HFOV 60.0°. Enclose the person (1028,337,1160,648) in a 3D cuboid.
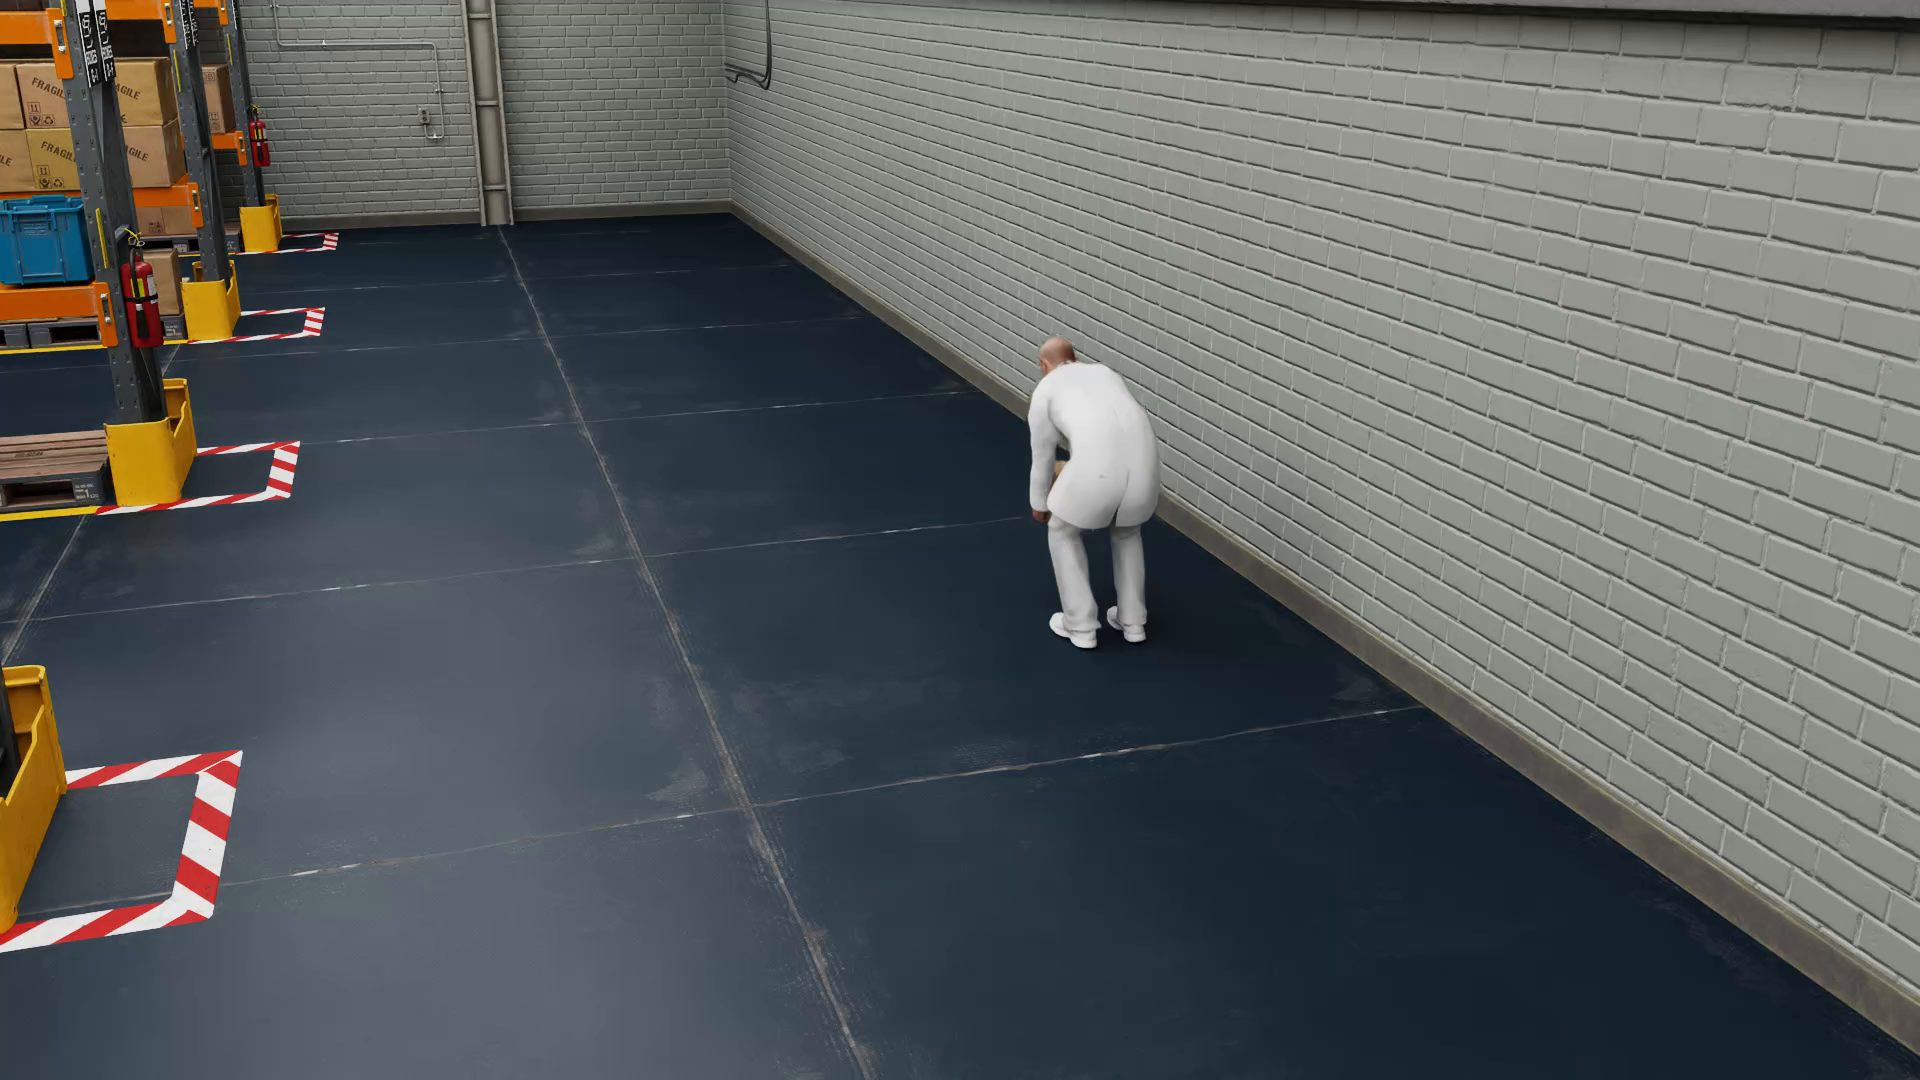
[{"bbox_3d":[0.610,-0.239,7.956,0.567,1.344,0.890,-7,20,-19],"label":"person"}]
